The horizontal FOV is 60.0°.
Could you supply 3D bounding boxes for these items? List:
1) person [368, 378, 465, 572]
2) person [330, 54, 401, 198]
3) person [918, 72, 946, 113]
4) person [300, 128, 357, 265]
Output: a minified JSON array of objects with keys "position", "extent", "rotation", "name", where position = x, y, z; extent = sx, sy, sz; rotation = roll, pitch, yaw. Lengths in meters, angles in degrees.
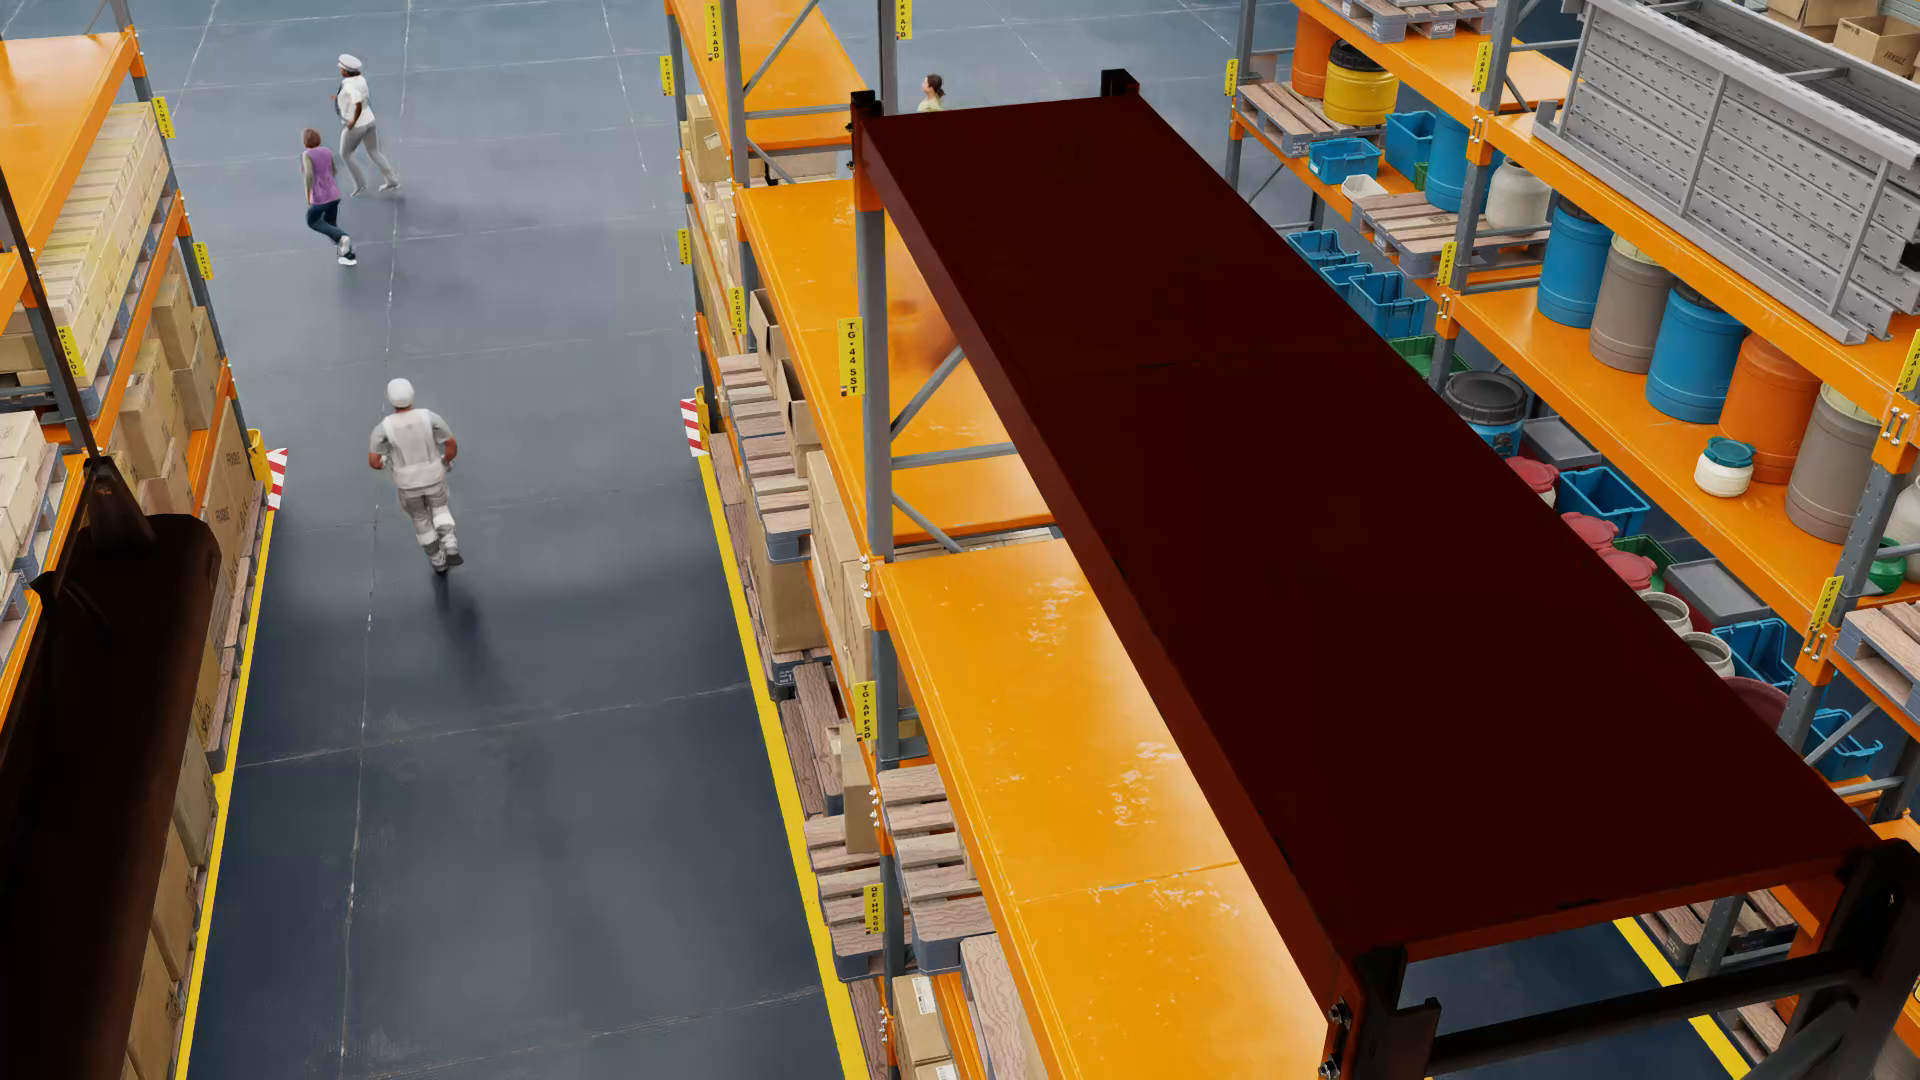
[{"position":[-4.306,-0.474,13.246],"extent":[0.662,1.754,0.593],"rotation":[-15,37,-21],"name":"person"},{"position":[-7.122,-4.888,19.735],"extent":[0.714,1.756,0.556],"rotation":[10,36,14],"name":"person"},{"position":[-0.315,-4.651,19.440],"extent":[0.776,1.637,0.579],"rotation":[2,34,3],"name":"person"},{"position":[-6.983,-3.731,18.195],"extent":[0.602,1.539,0.566],"rotation":[17,38,23],"name":"person"}]
